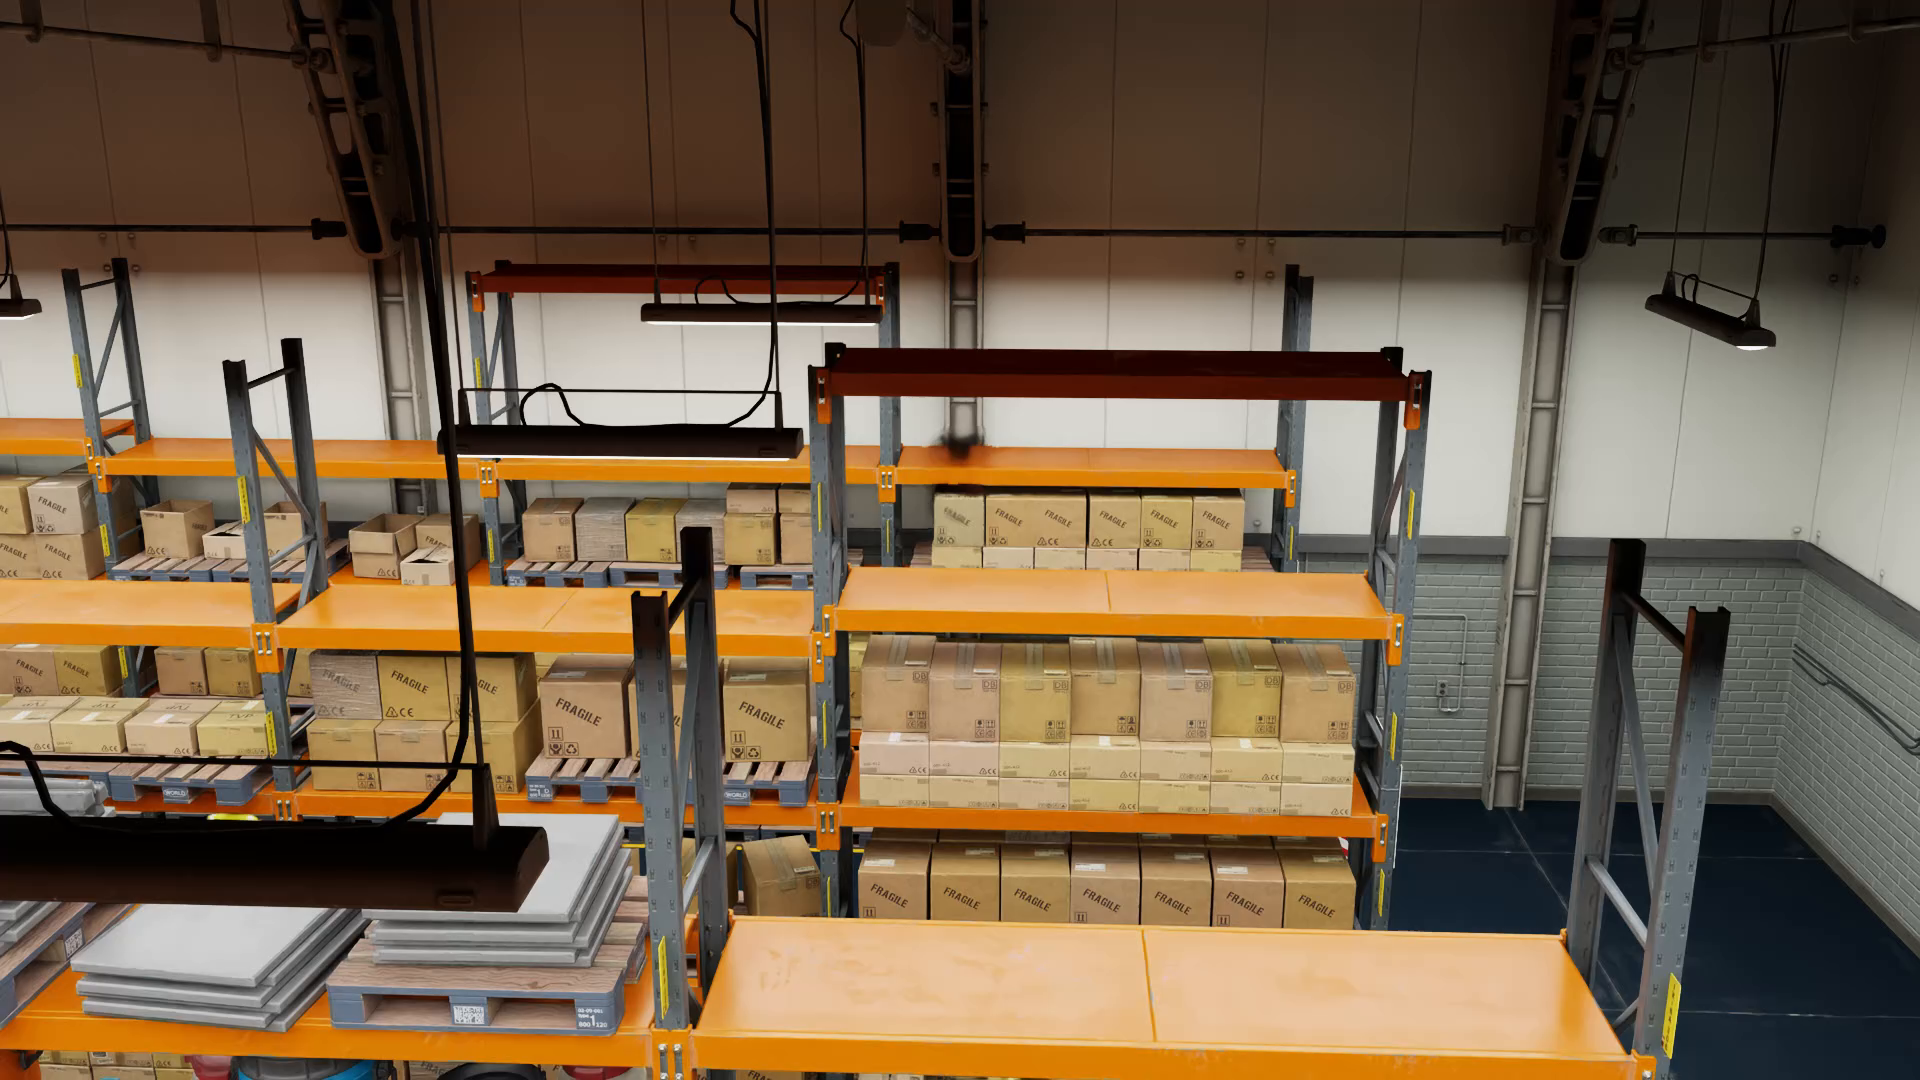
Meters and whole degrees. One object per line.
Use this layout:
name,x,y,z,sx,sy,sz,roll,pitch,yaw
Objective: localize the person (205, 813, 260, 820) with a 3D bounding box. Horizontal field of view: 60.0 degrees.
person,-6.570,2.998,15.114,0.664,1.780,0.454,-1,16,-2
